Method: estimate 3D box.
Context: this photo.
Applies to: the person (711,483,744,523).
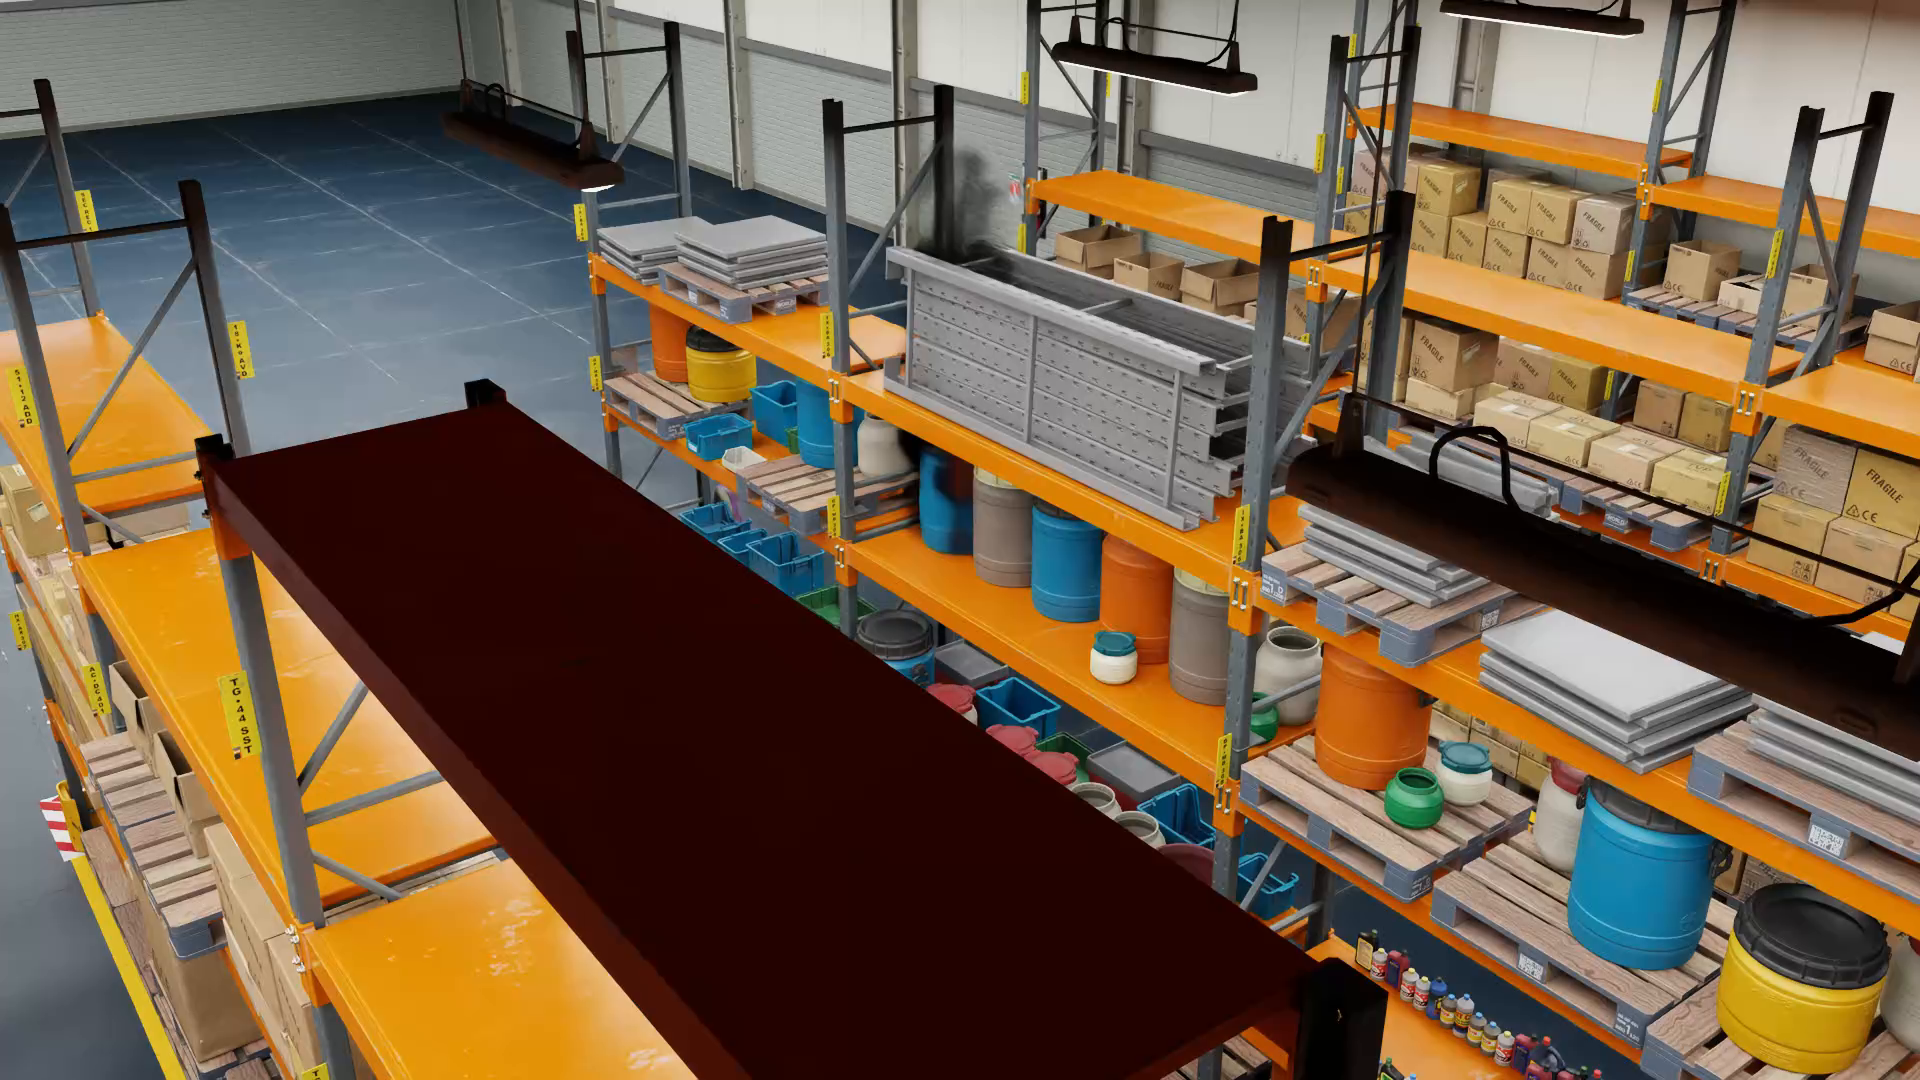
[{"bbox_3d":[-2.430,-0.115,17.376,0.611,1.583,0.602,8,26,17],"label":"person"}]
